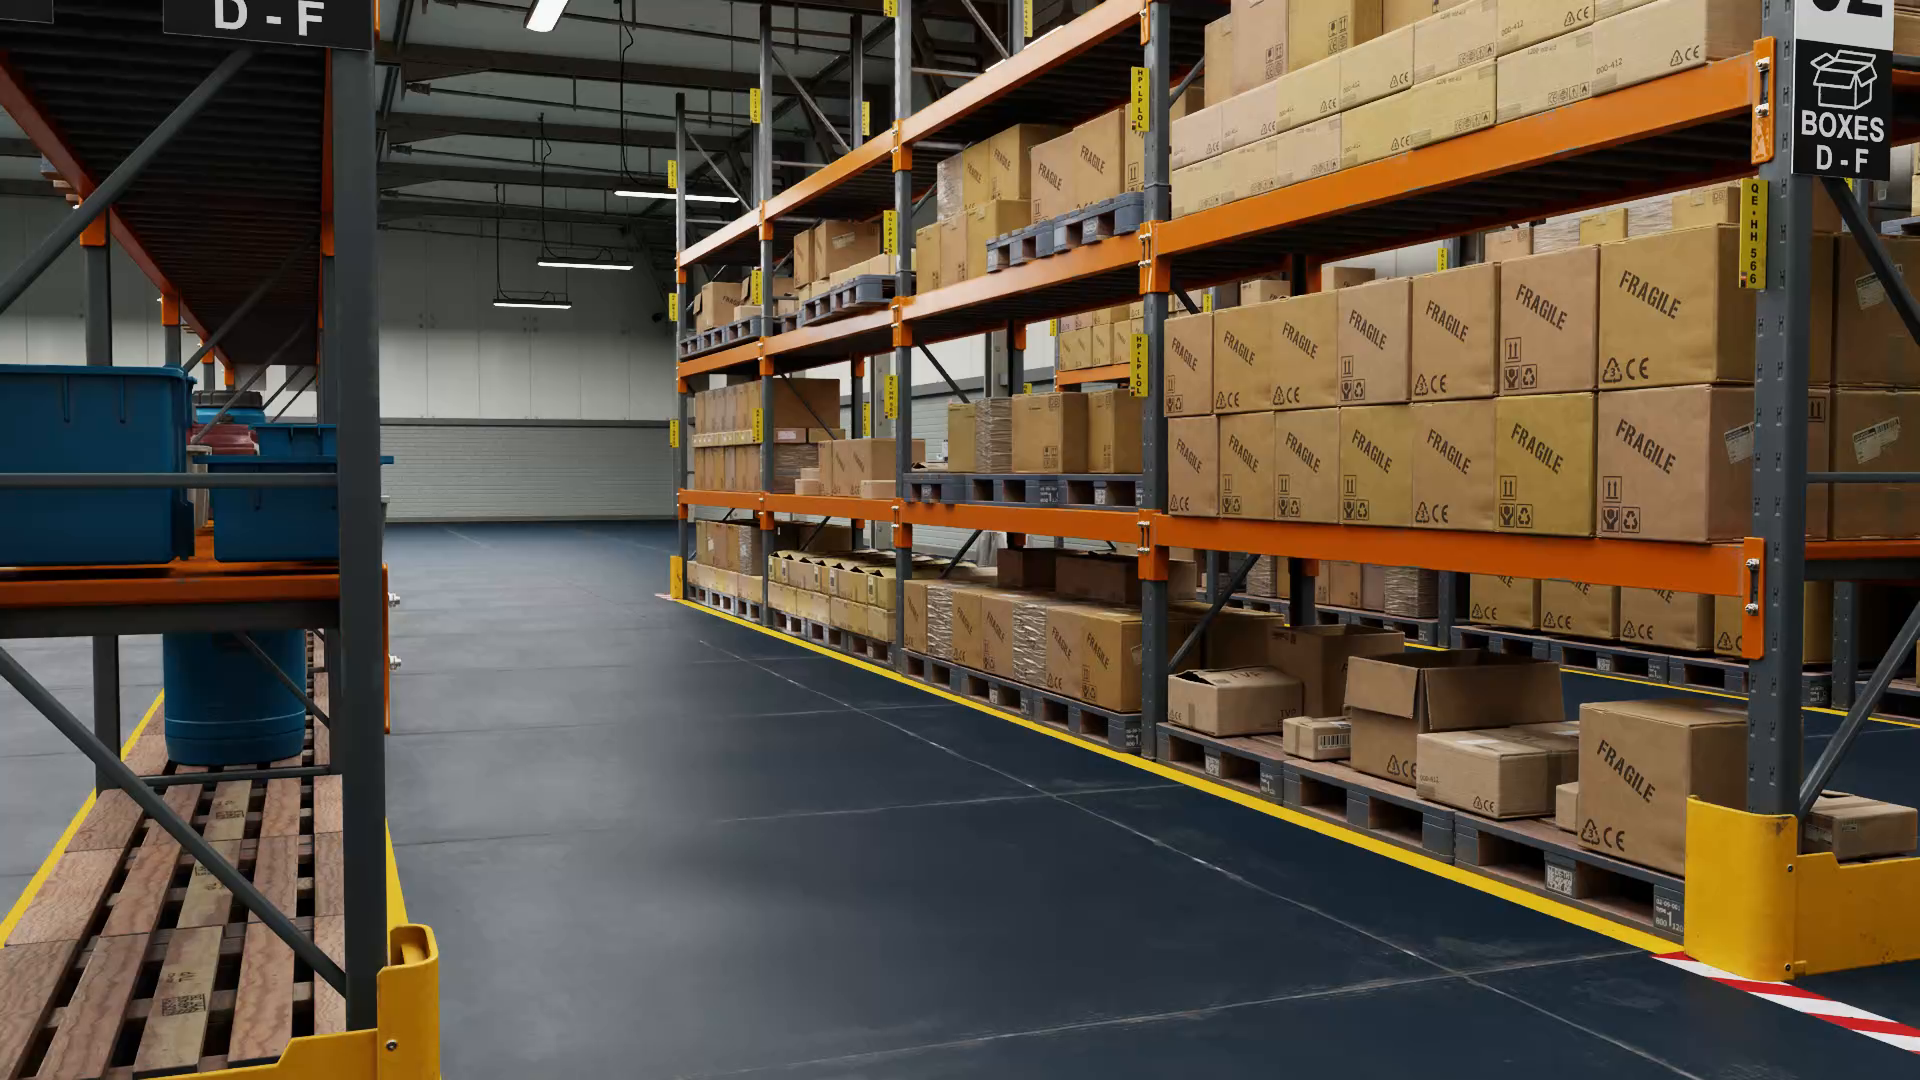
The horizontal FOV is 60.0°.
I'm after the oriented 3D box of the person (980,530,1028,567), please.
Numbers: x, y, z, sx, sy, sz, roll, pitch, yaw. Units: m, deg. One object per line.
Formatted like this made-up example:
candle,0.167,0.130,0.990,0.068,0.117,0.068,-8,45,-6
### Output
person,0.472,0.099,18.906,0.424,1.295,0.879,-1,3,-23
